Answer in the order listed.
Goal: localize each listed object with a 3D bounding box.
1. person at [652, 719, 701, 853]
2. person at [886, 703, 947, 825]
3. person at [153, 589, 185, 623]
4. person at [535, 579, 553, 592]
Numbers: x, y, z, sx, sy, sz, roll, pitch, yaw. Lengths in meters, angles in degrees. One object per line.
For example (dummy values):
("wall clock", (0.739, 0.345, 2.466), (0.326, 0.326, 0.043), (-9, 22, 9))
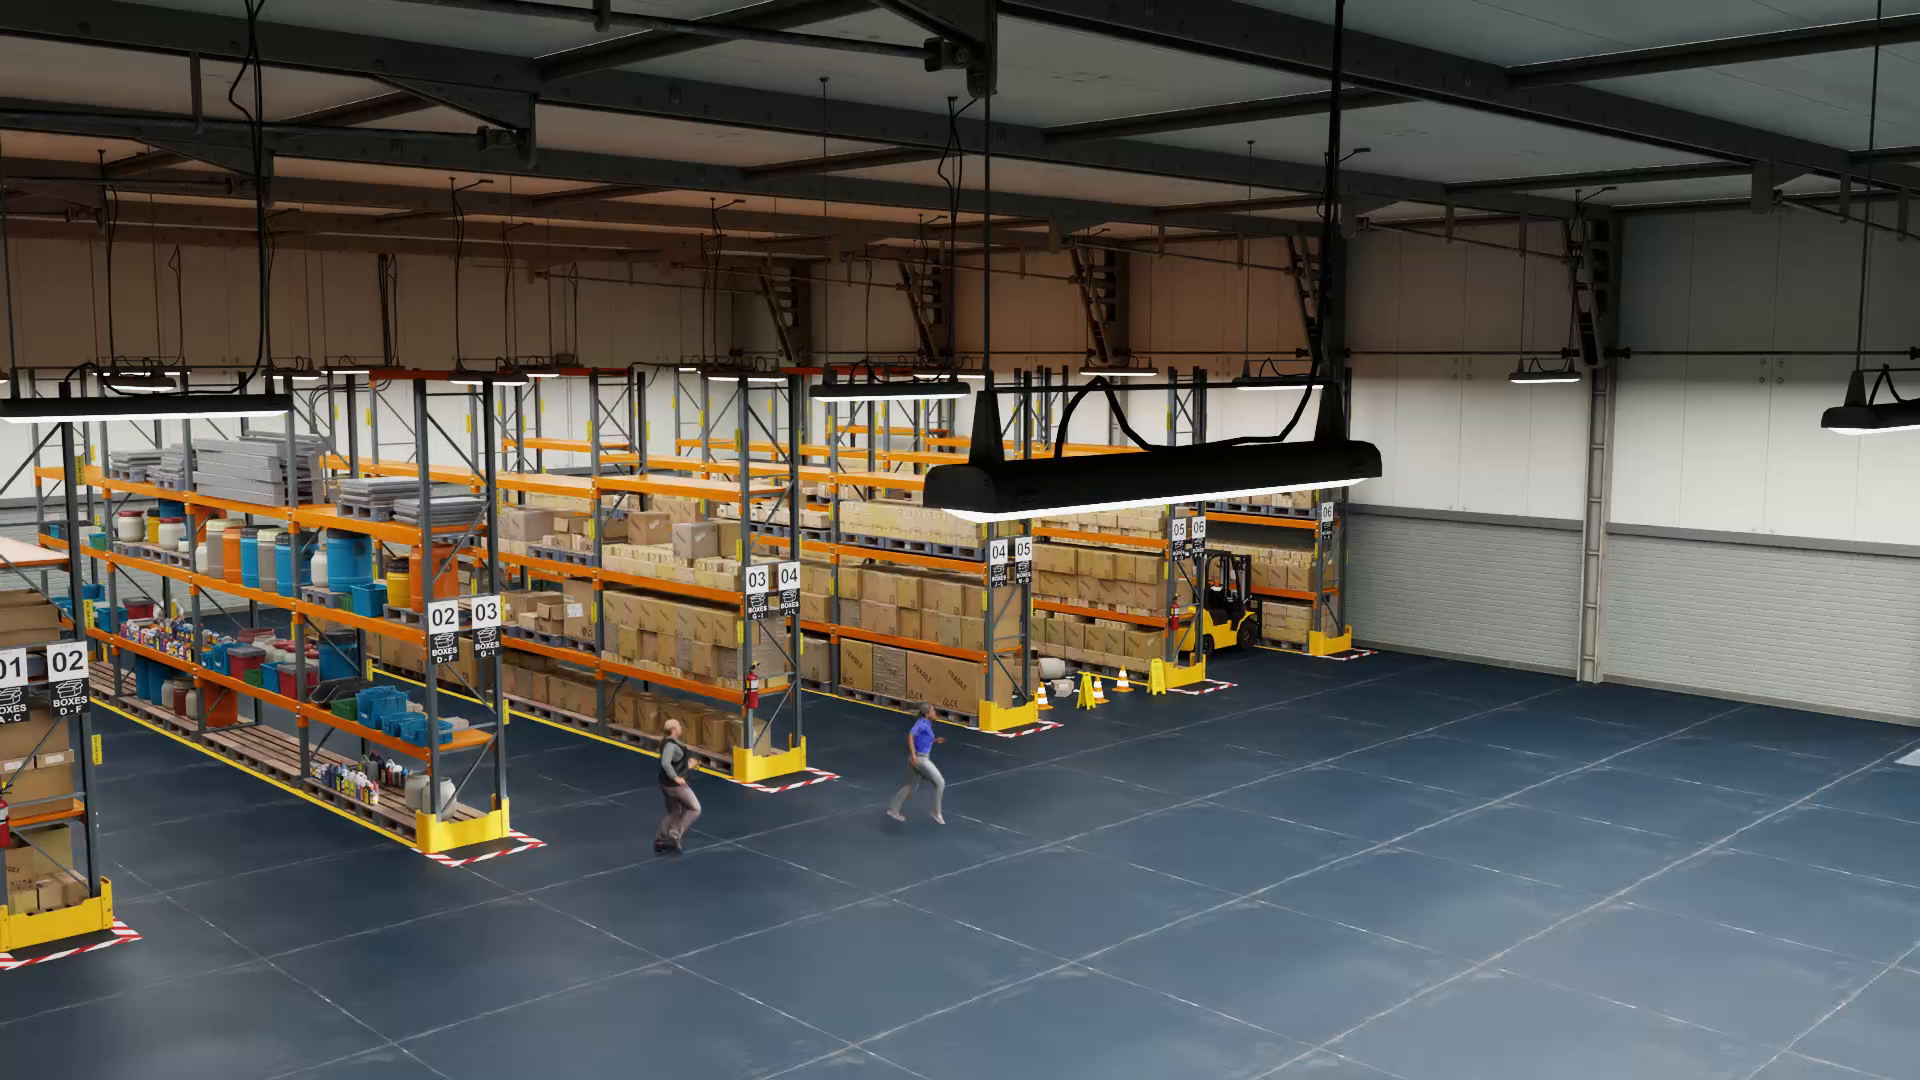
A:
("person", (-3.579, 3.110, 21.079), (0.675, 1.702, 0.631), (-3, 7, -25))
("person", (-0.572, 3.020, 22.240), (0.831, 1.697, 0.599), (-1, 7, -13))
("person", (-15.969, 1.754, 33.724), (0.605, 1.571, 0.587), (3, 7, 25))
("person", (-10.159, 0.876, 40.830), (0.554, 1.709, 0.712), (-2, 7, -14))
